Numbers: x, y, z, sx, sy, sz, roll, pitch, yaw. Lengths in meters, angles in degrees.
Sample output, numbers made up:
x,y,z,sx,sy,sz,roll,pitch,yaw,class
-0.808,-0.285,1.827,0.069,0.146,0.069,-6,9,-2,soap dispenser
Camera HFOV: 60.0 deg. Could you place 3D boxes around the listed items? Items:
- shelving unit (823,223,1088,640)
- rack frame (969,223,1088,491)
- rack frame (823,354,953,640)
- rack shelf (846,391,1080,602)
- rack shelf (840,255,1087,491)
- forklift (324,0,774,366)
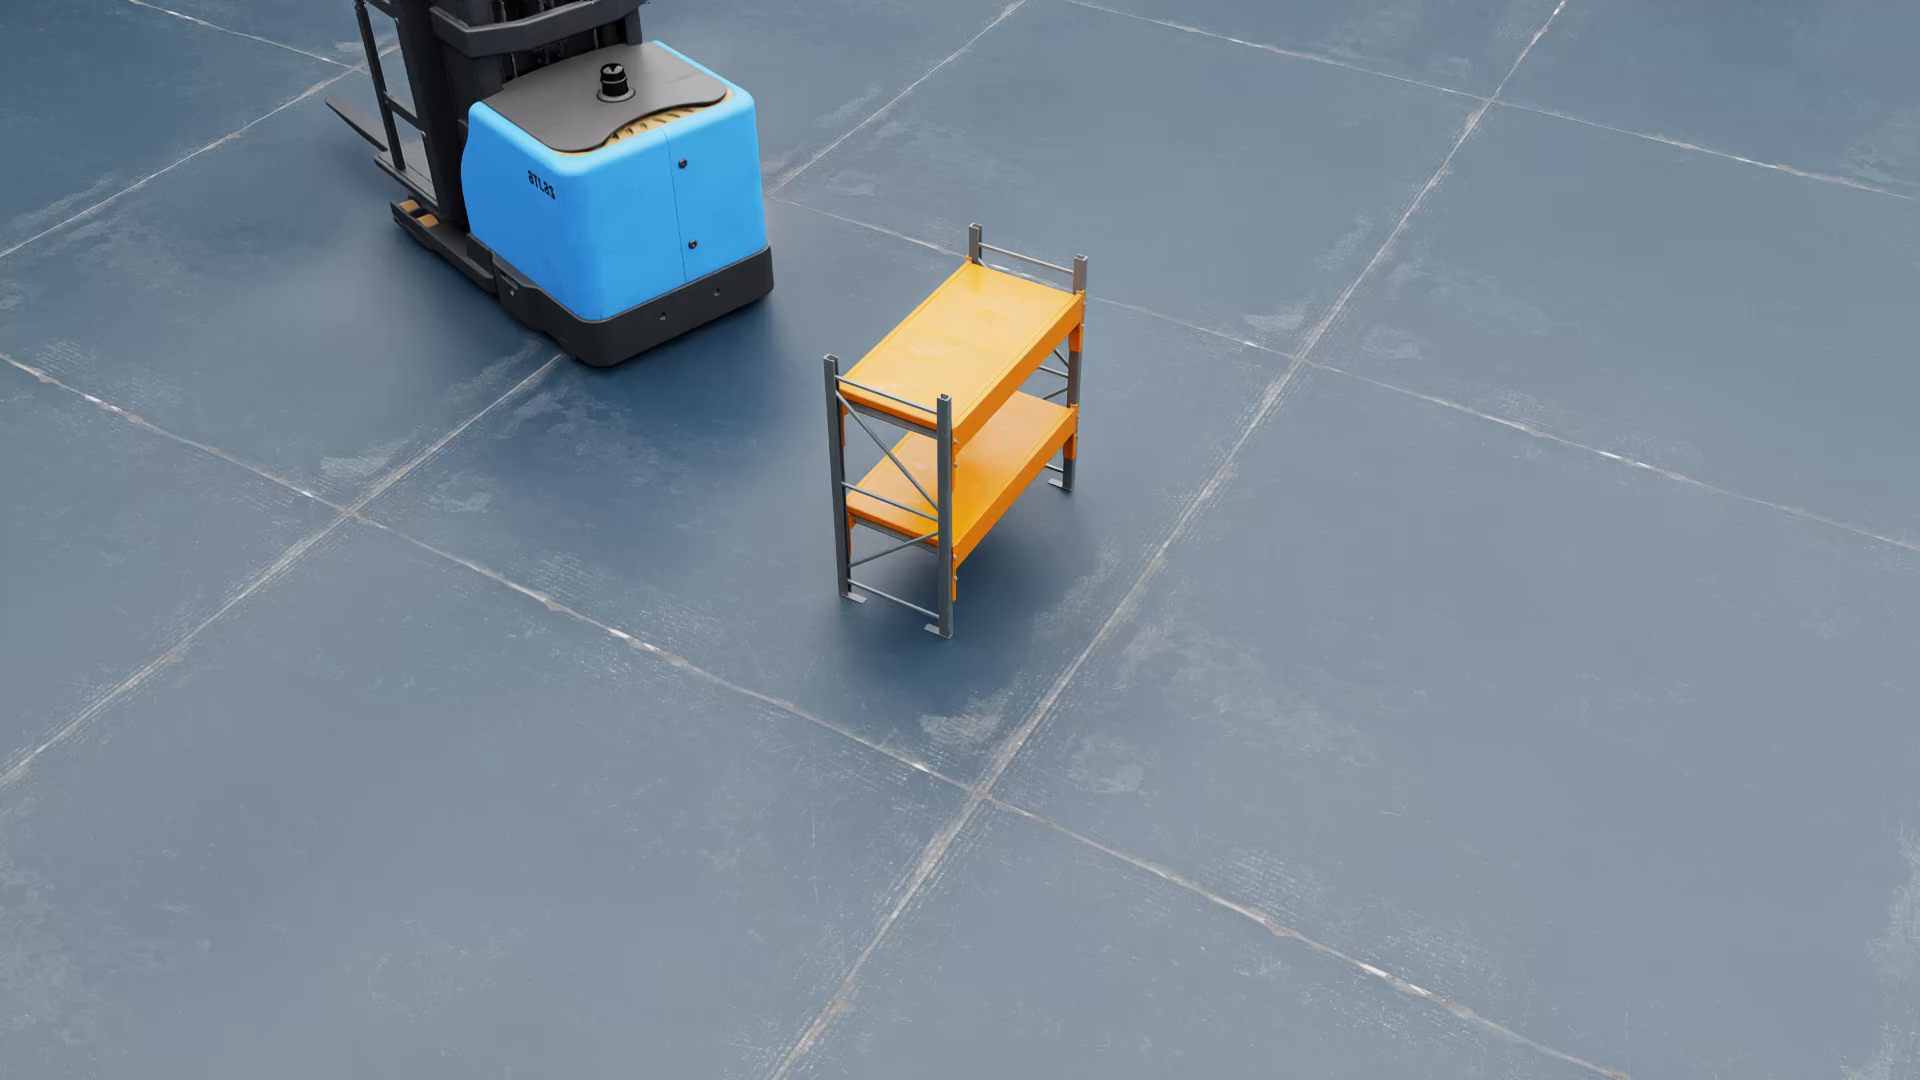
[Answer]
x,y,z,sx,sy,sz,roll,pitch,yaw,class
0.003,-0.426,6.383,0.538,1.125,1.048,21,45,22,shelving unit
0.258,-0.717,6.713,0.500,1.125,0.032,21,45,22,rack frame
-0.251,-0.135,6.052,0.500,1.125,0.032,21,45,22,rack frame
0.003,-0.243,6.544,0.538,0.278,1.000,21,45,22,rack shelf
0.003,-0.646,6.189,0.538,0.278,1.000,21,45,22,rack shelf
-2.255,-2.779,7.688,1.130,2.935,3.031,-31,50,-30,forklift
